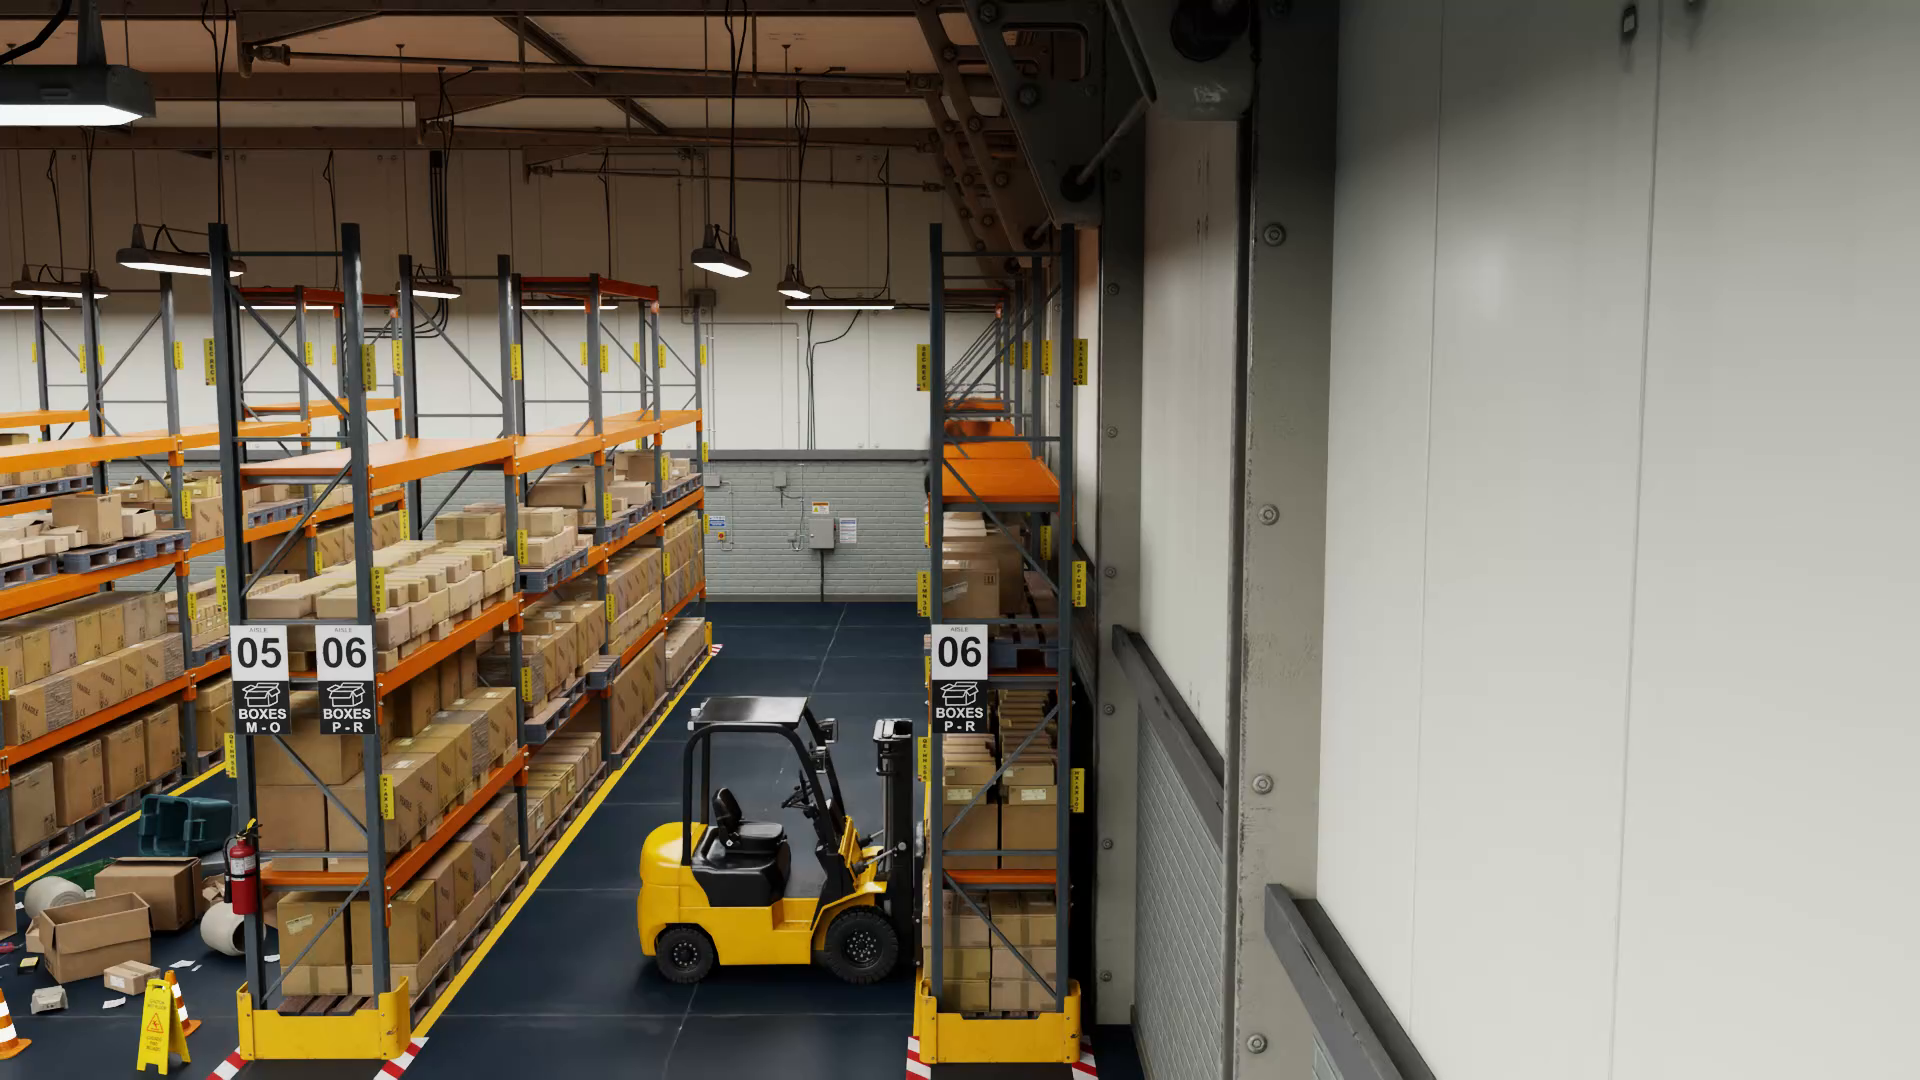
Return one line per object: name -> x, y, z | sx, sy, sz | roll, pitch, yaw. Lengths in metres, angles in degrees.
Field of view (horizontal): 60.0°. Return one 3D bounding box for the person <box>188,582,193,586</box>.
person -> -11.404, 1.452, 24.790 | 0.649, 1.726, 0.937 | -1, 7, -9
